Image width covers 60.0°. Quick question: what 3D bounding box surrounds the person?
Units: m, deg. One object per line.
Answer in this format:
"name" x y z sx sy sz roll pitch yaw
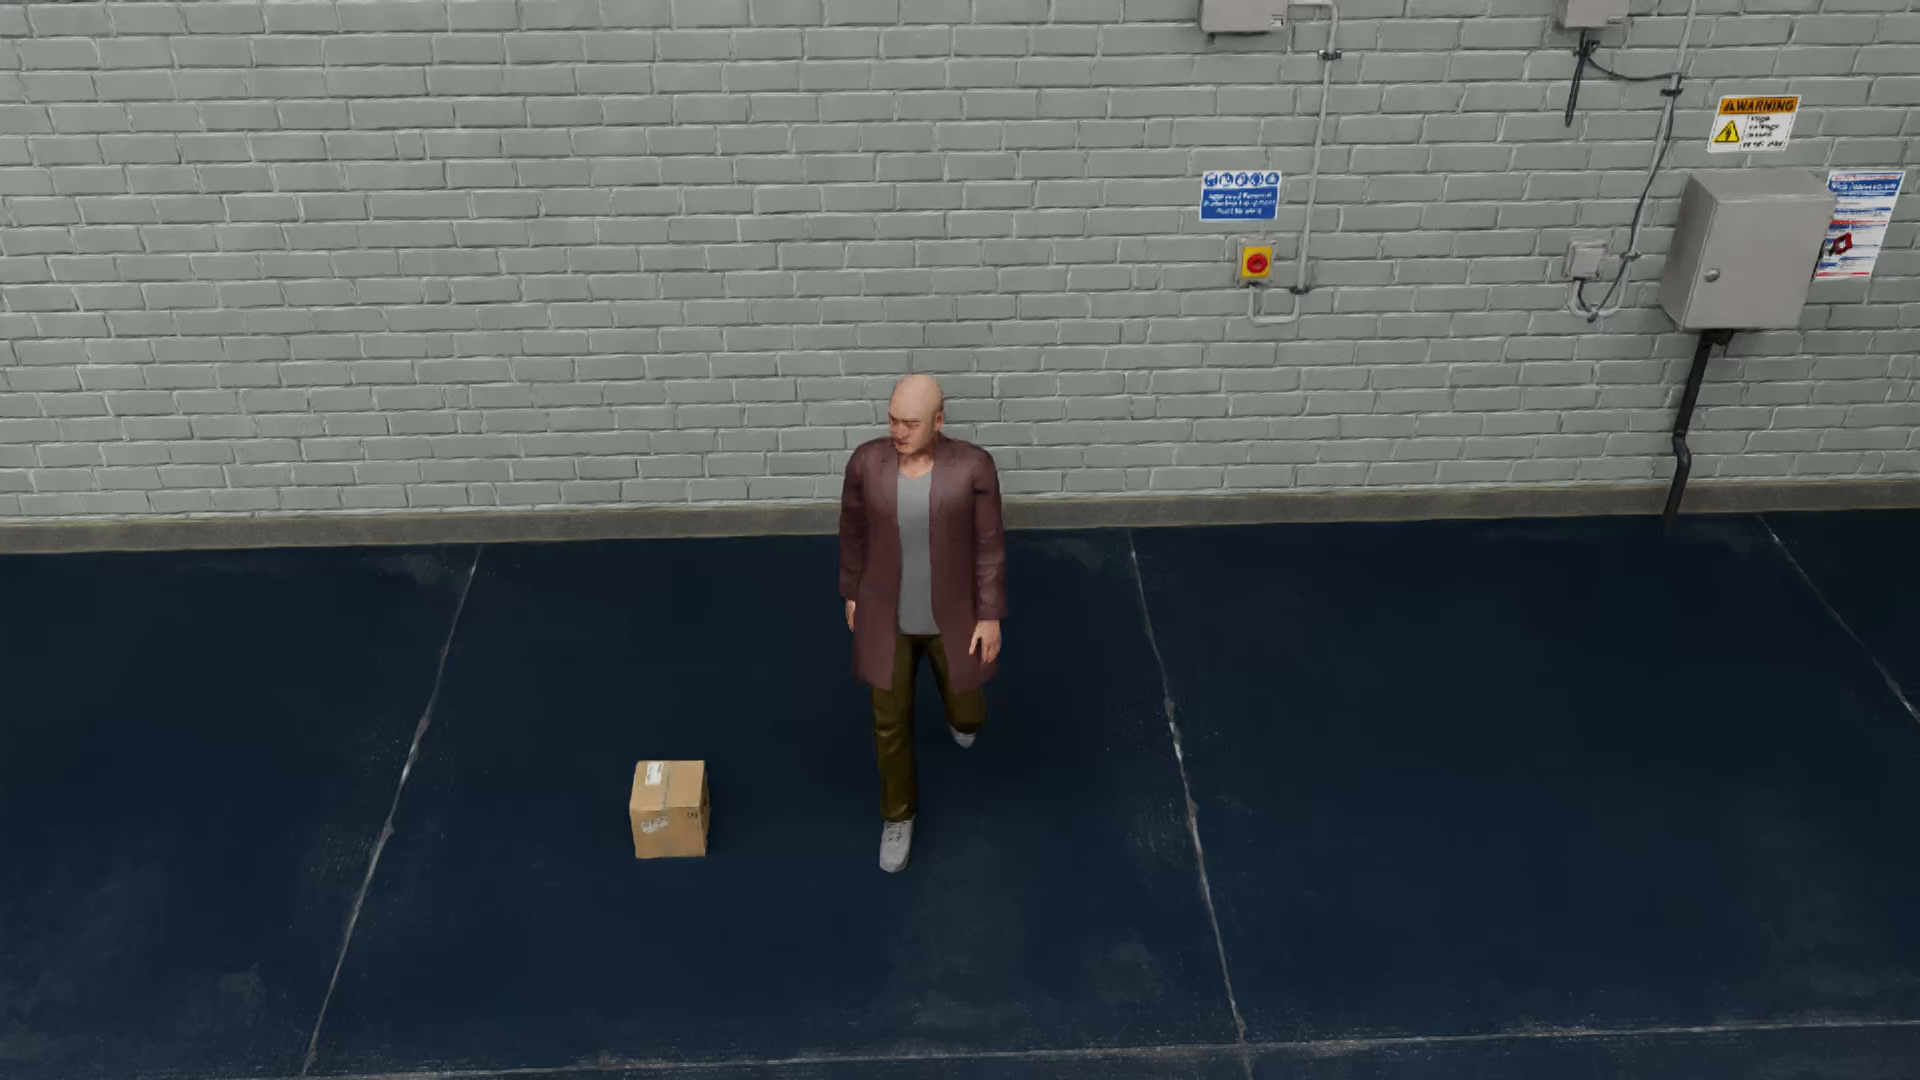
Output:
"person" -0.138 0.261 5.793 0.617 1.764 0.819 3 35 5
